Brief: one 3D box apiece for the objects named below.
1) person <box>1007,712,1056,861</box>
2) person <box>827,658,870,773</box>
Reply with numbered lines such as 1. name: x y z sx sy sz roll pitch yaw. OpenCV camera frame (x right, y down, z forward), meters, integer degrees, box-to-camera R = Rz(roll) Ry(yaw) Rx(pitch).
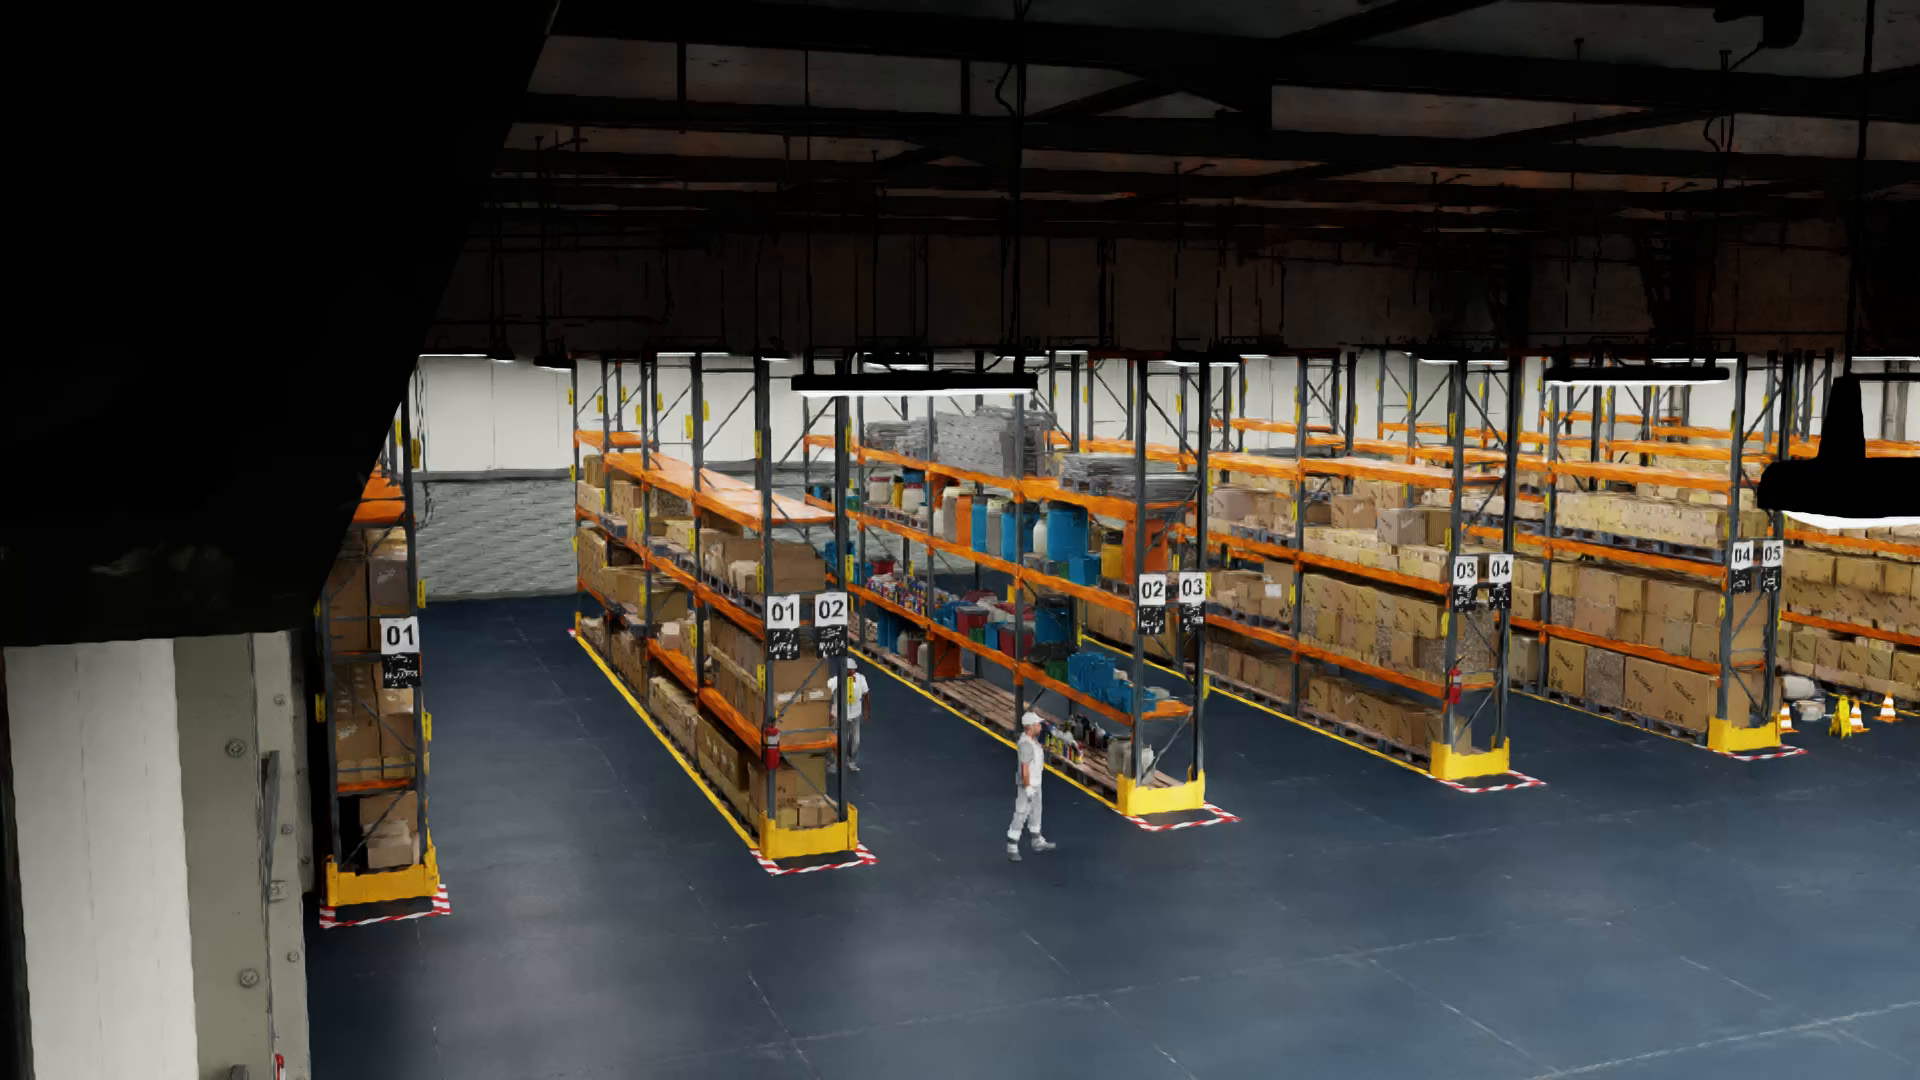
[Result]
1. person: 0.856 2.942 20.082 0.533 1.785 0.692 2 7 13
2. person: -1.634 2.522 23.919 0.719 1.714 0.578 -3 8 -23
